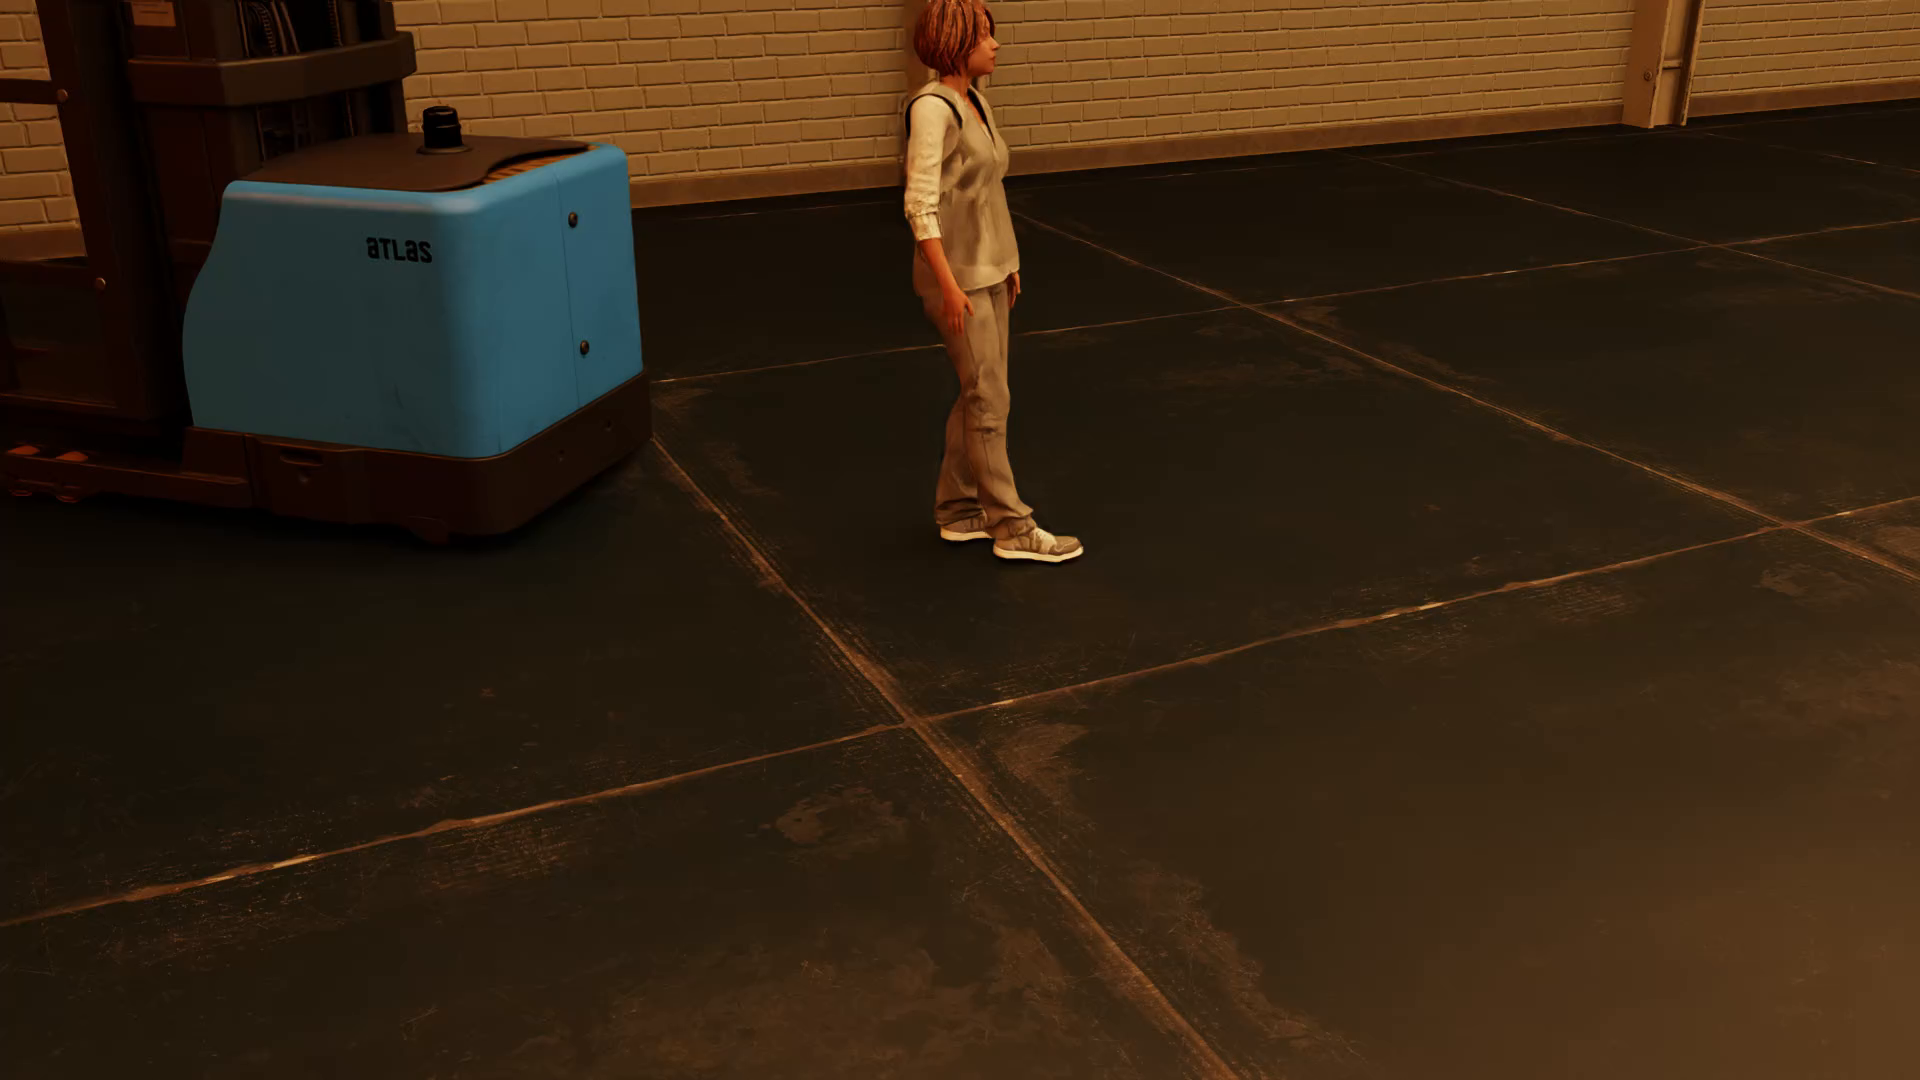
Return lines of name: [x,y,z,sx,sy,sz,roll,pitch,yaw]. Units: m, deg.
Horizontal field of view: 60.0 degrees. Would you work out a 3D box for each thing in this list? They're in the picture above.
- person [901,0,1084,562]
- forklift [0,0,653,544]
person: [0.124,-0.724,4.774,0.542,1.597,0.499,8,24,17]
forklift: [-2.645,-1.656,5.271,3.031,2.935,1.130,7,24,16]
